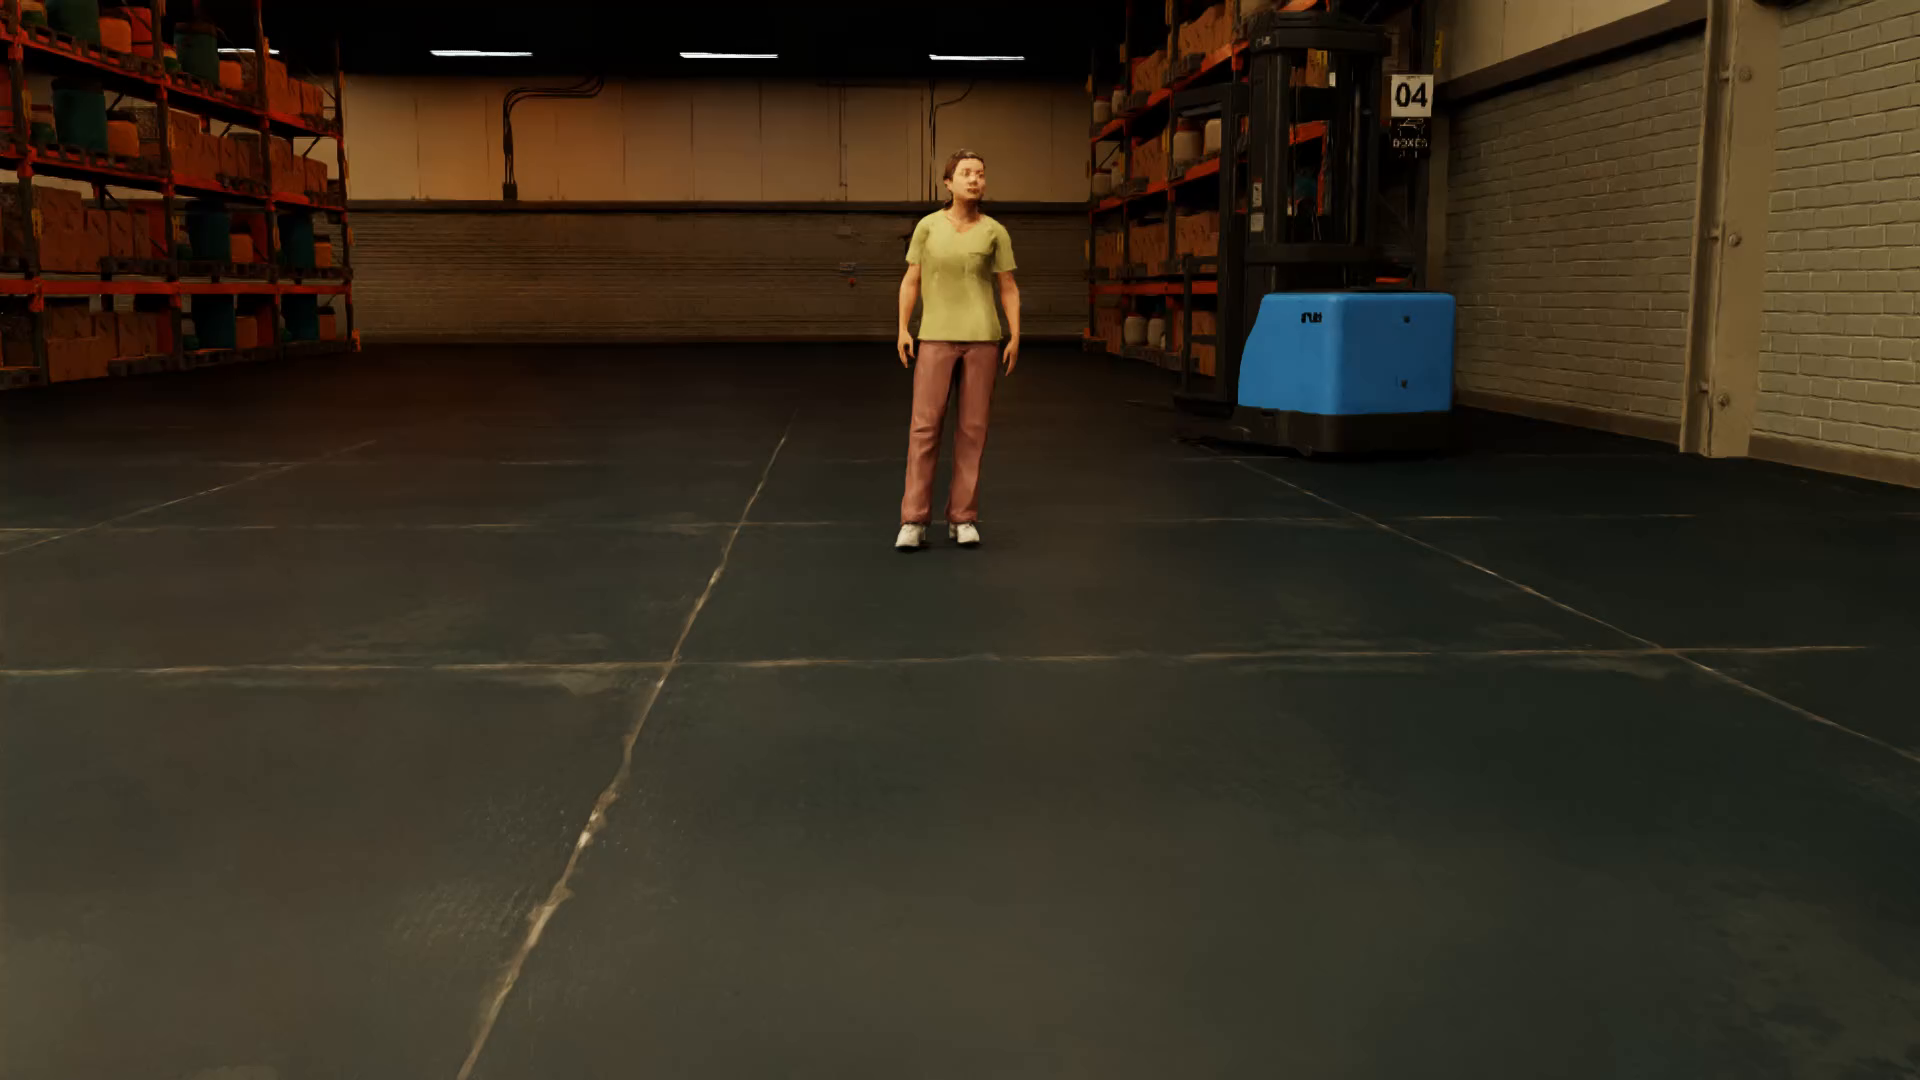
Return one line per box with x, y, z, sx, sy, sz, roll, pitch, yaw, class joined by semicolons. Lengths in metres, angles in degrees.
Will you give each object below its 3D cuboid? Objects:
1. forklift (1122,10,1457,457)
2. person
2.204;-2.164;11.904;1.130;2.935;3.031;-4;9;-23;forklift
-0.006;-0.825;7.112;0.554;1.674;0.548;-1;8;-4;person
